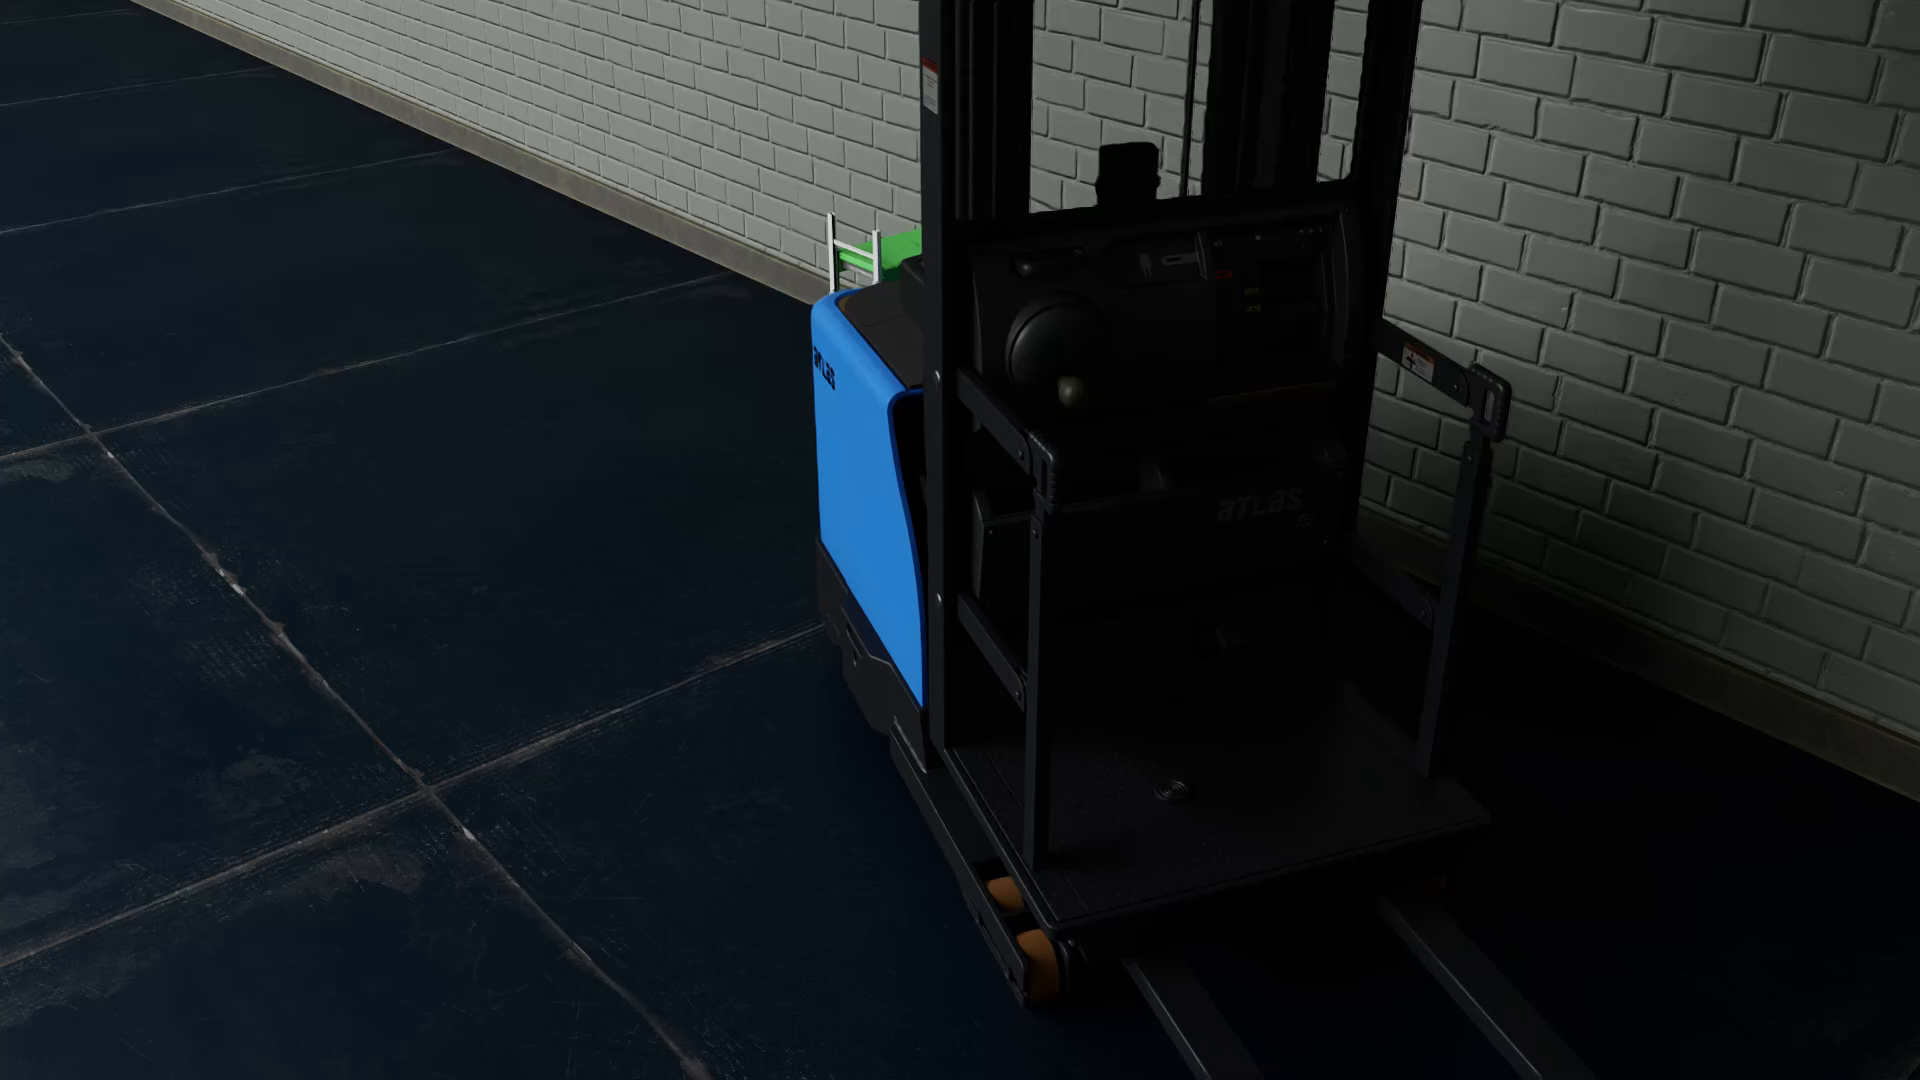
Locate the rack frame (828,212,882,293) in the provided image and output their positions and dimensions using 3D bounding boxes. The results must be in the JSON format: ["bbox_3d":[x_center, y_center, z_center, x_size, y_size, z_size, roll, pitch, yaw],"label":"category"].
[{"bbox_3d":[-0.312,-0.404,5.160,0.015,1.200,0.240,-22,35,-35],"label":"rack frame"}]

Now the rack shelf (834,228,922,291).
[{"bbox_3d":[-0.126,-0.846,5.103,0.480,0.148,0.258,-22,35,-35],"label":"rack shelf"}]

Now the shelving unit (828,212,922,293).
[{"bbox_3d":[-0.126,-0.479,5.300,0.503,1.200,0.258,-22,35,-35],"label":"shelving unit"}]

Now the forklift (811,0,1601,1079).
[{"bbox_3d":[0.538,-0.472,3.450,1.130,2.935,3.031,-10,30,-17],"label":"forklift"}]
